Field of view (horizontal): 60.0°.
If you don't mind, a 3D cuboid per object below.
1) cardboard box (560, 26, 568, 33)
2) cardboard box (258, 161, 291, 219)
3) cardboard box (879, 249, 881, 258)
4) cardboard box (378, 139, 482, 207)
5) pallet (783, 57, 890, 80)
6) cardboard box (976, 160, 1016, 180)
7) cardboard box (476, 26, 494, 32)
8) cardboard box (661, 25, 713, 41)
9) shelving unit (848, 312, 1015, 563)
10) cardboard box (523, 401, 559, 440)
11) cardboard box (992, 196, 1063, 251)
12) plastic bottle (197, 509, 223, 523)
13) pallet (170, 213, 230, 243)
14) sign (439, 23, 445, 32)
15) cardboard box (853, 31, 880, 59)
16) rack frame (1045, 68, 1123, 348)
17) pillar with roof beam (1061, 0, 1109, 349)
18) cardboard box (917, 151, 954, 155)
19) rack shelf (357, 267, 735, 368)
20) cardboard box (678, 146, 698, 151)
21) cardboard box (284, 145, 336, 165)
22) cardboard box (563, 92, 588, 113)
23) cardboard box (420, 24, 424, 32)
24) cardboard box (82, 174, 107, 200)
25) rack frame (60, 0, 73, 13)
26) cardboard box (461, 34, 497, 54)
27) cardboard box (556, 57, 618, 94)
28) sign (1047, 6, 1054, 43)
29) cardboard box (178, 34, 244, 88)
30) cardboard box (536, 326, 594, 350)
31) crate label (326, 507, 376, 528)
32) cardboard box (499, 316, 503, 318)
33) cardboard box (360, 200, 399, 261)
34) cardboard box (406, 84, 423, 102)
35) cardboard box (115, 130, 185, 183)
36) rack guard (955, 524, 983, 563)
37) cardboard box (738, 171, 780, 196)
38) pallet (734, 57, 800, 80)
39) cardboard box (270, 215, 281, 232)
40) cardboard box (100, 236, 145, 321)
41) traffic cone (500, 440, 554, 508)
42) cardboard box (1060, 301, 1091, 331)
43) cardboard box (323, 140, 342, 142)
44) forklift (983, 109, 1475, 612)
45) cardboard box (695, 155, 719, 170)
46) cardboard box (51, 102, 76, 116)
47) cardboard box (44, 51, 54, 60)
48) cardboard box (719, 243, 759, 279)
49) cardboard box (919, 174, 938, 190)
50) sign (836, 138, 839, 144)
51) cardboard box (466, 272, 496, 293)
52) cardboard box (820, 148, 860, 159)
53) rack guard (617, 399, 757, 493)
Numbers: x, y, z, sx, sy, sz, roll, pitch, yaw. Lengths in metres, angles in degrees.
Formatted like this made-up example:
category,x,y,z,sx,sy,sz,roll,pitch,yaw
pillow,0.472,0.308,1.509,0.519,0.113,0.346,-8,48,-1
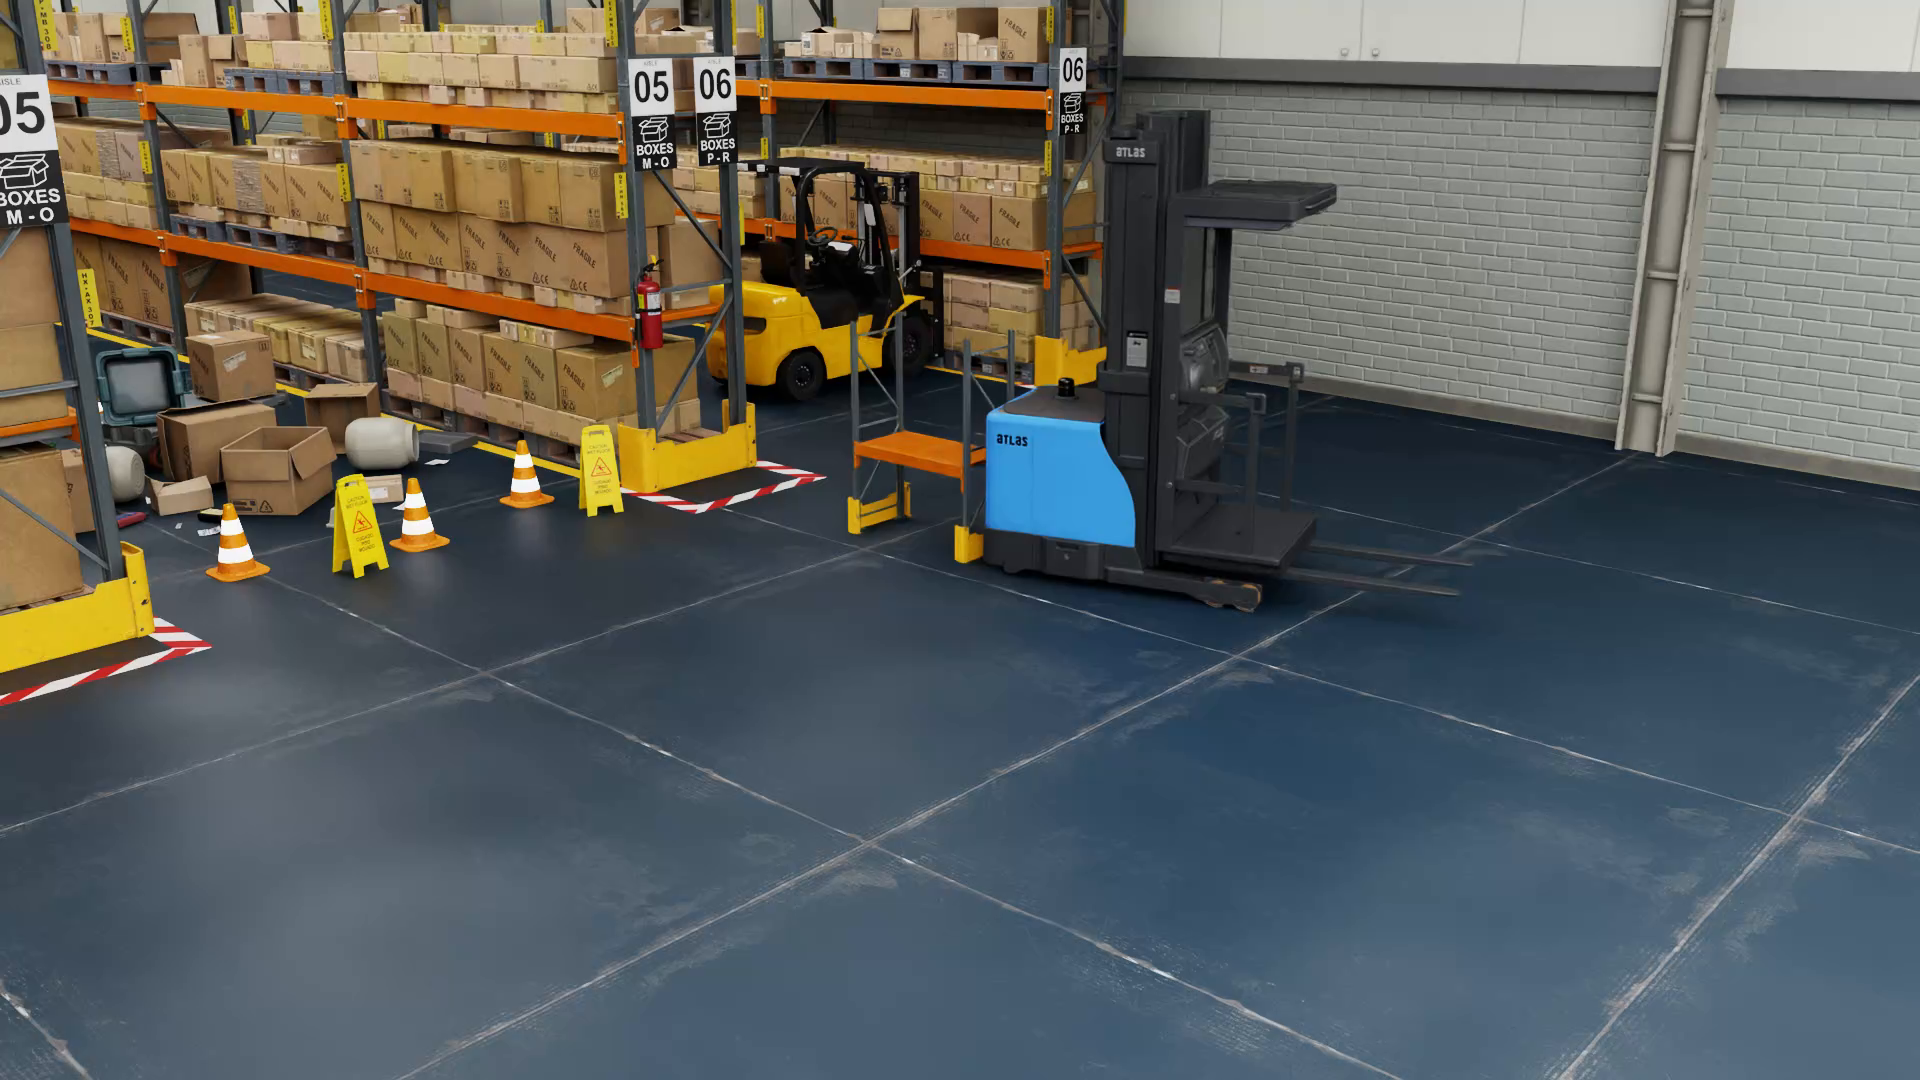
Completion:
category,x,y,z,sx,sy,sz,roll,pitch,yaw
cardboard box,-4.871,-6.487,21.233,0.250,0.149,0.380,14,22,37
cardboard box,-6.330,-3.369,15.916,0.500,0.500,0.500,16,24,41
cardboard box,-0.901,-3.070,18.526,0.500,0.250,0.500,15,23,38
cardboard box,-4.526,-3.155,14.284,0.500,0.500,0.700,15,23,40
pallet,-1.132,-5.080,17.847,1.213,0.211,1.003,15,23,39
cardboard box,0.378,-3.666,16.476,0.250,0.149,0.380,16,23,40
cardboard box,-6.012,-6.563,21.472,0.250,0.149,0.380,14,23,38
cardboard box,-3.064,-5.737,19.059,0.500,0.311,0.500,14,22,37
shelving unit,-0.200,-0.731,11.436,1.083,1.500,0.587,15,23,38
cardboard box,-3.252,-1.028,13.742,0.500,0.250,0.500,15,23,39
cardboard box,0.663,-3.142,16.387,0.500,0.500,0.500,14,23,38
plastic bottle,-5.433,-0.179,12.076,0.283,0.061,0.133,7,19,21
pallet,-7.467,-3.327,17.452,1.003,0.211,1.213,15,23,39
sign,-4.724,-4.534,15.127,0.005,0.325,0.100,15,23,39
cardboard box,-0.878,-5.104,17.141,0.258,0.266,0.396,14,23,38
rack frame,1.205,-3.055,16.278,0.127,3.000,1.000,15,23,39
pillar with roof beam,-1.575,-5.284,13.384,0.400,9.000,9.100,15,23,39
cardboard box,-0.242,-4.038,17.648,0.250,0.149,0.380,16,24,41
rack shelf,-3.583,-1.989,14.111,4.000,0.370,1.077,15,23,39
cardboard box,-3.240,-4.694,20.207,0.250,0.149,0.380,16,24,41
cardboard box,-6.098,-3.610,15.603,0.250,0.149,0.380,14,22,38
cardboard box,-2.747,-3.292,12.481,0.250,0.149,0.380,15,23,40
cardboard box,-6.990,-6.823,22.256,0.250,0.149,0.380,15,23,40
cardboard box,-9.384,-3.944,18.502,0.500,0.250,0.500,14,23,38
rack frame,-11.062,-7.200,19.421,0.127,3.000,1.000,15,23,39
cardboard box,-3.705,-3.922,13.150,0.250,0.149,0.380,16,23,41
cardboard box,-2.649,-3.473,12.392,0.500,0.250,0.500,15,23,39
sign,0.834,-4.749,15.324,0.005,0.325,0.100,15,23,39
cardboard box,-7.368,-4.822,16.722,0.500,0.500,0.700,15,23,39
cardboard box,-3.178,-1.647,13.383,0.250,0.149,0.380,16,24,41
crate label,-4.377,-0.185,11.969,0.298,0.136,0.250,4,18,11
cardboard box,-4.077,-1.821,15.003,0.500,0.500,0.500,16,23,40
cardboard box,-4.935,-2.772,14.730,0.500,0.500,0.500,15,23,39
cardboard box,-4.430,-3.777,14.009,0.250,0.149,0.380,16,24,41
cardboard box,-8.631,-4.106,17.772,0.500,0.500,0.500,14,23,38
rack guard,0.179,-0.037,11.317,0.087,0.250,0.587,15,23,38
cardboard box,-2.324,-4.065,18.884,0.500,0.250,0.500,14,23,38
pallet,-2.455,-5.370,18.932,1.217,0.209,0.805,14,22,37
cardboard box,-6.400,-3.063,16.026,0.250,0.149,0.380,15,23,39
cardboard box,-9.196,-3.062,19.119,0.875,0.875,0.875,15,23,40
traffic cone,-3.265,-0.516,12.473,0.334,0.463,0.336,15,23,39
cardboard box,0.991,-2.324,17.000,0.500,0.250,0.500,16,23,40
cardboard box,-9.062,-5.782,24.627,0.500,0.250,0.500,15,23,39
forklift,1.713,-1.139,10.355,3.031,2.935,1.130,8,19,23
cardboard box,-2.828,-4.364,19.168,0.250,0.149,0.380,14,22,38
cardboard box,-11.126,-5.296,20.449,0.250,0.149,0.380,15,23,38
cardboard box,-9.928,-5.460,18.426,0.396,0.266,0.258,-16,24,-41
cardboard box,-2.760,-3.186,19.923,0.625,0.625,0.875,15,23,39
cardboard box,-0.216,-3.670,16.978,0.250,0.149,0.380,15,23,40
sign,-1.420,-4.434,19.062,0.005,0.325,0.100,15,23,39
cardboard box,-3.898,-2.175,13.922,0.250,0.149,0.380,15,23,39
cardboard box,-1.293,-4.144,17.981,0.250,0.149,0.380,14,23,38
rack guard,-2.144,-0.755,13.163,0.348,0.500,1.175,15,23,39
